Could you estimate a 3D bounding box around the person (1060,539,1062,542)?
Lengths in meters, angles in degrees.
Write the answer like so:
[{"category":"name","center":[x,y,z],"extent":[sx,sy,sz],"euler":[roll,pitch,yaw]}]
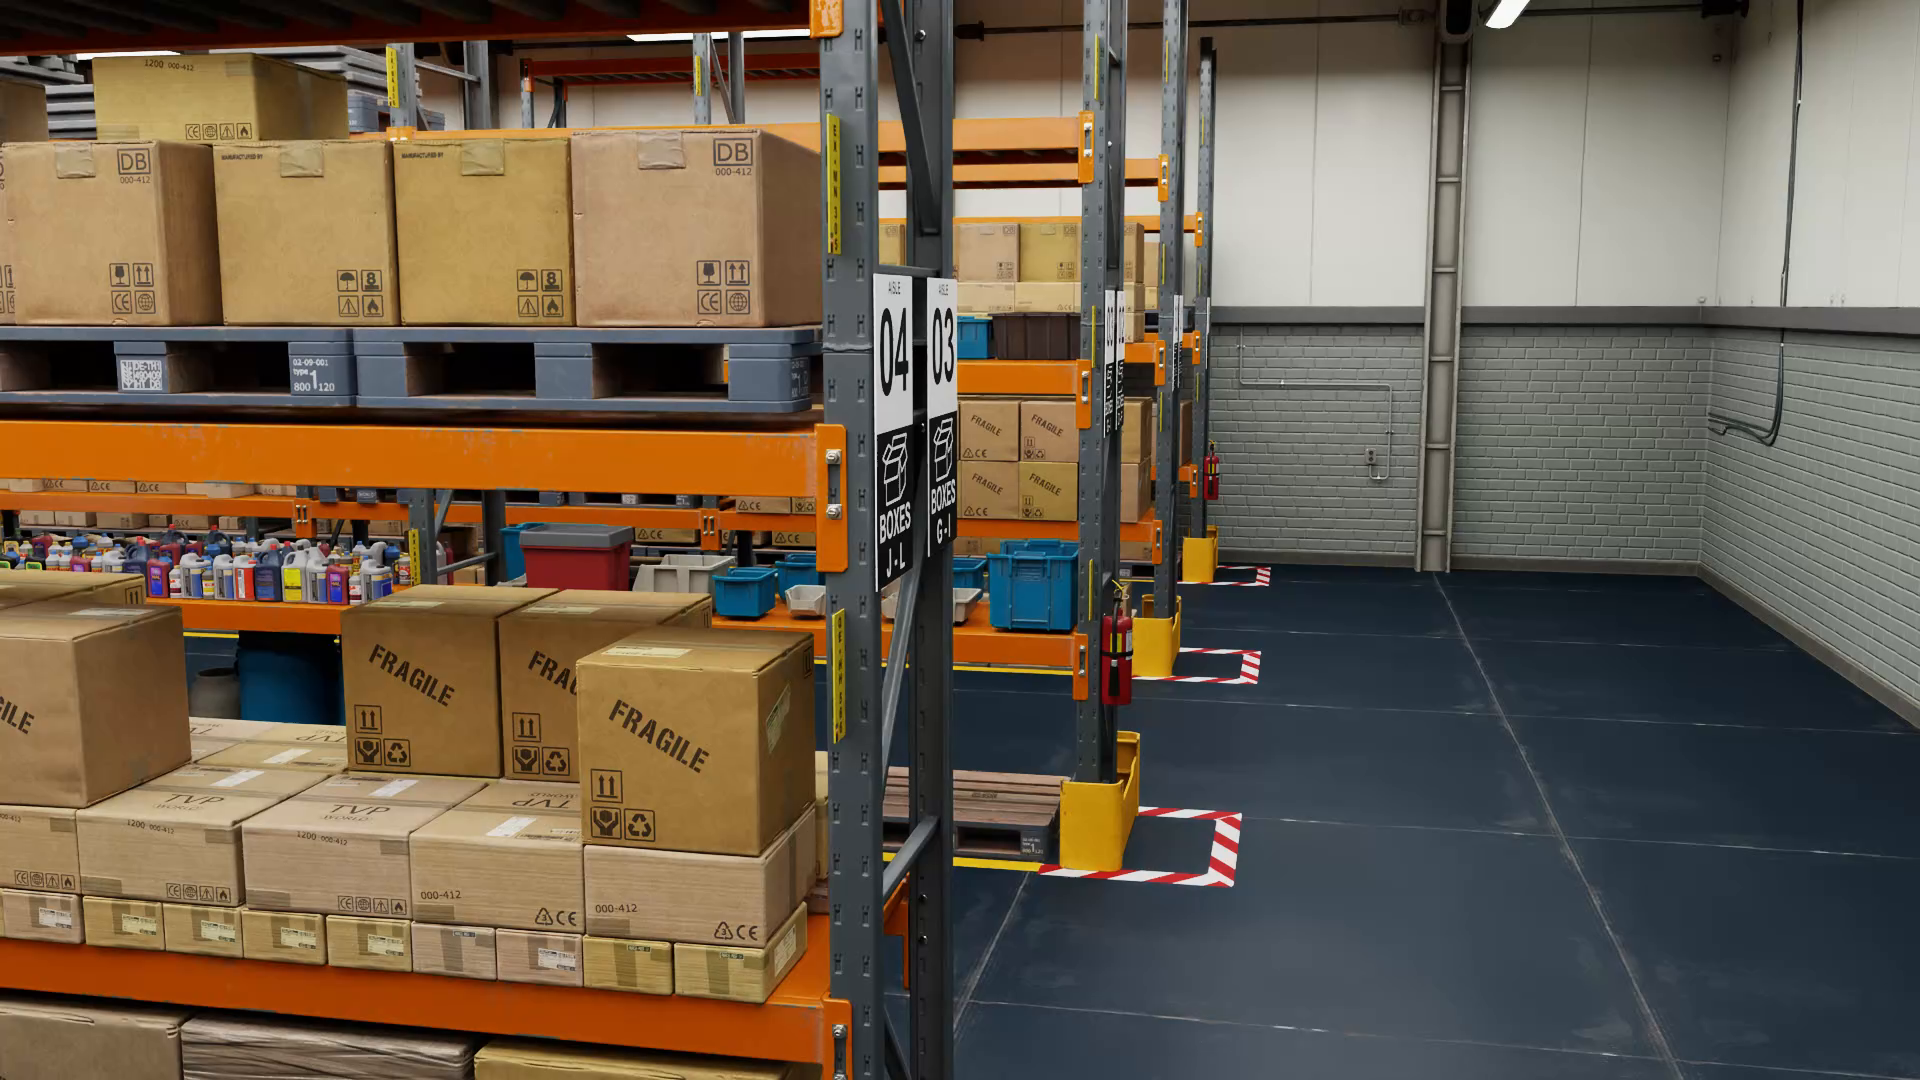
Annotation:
[{"category":"person","center":[0.978,0.007,16.208],"extent":[0.694,1.659,0.499],"euler":[3,9,23]}]
